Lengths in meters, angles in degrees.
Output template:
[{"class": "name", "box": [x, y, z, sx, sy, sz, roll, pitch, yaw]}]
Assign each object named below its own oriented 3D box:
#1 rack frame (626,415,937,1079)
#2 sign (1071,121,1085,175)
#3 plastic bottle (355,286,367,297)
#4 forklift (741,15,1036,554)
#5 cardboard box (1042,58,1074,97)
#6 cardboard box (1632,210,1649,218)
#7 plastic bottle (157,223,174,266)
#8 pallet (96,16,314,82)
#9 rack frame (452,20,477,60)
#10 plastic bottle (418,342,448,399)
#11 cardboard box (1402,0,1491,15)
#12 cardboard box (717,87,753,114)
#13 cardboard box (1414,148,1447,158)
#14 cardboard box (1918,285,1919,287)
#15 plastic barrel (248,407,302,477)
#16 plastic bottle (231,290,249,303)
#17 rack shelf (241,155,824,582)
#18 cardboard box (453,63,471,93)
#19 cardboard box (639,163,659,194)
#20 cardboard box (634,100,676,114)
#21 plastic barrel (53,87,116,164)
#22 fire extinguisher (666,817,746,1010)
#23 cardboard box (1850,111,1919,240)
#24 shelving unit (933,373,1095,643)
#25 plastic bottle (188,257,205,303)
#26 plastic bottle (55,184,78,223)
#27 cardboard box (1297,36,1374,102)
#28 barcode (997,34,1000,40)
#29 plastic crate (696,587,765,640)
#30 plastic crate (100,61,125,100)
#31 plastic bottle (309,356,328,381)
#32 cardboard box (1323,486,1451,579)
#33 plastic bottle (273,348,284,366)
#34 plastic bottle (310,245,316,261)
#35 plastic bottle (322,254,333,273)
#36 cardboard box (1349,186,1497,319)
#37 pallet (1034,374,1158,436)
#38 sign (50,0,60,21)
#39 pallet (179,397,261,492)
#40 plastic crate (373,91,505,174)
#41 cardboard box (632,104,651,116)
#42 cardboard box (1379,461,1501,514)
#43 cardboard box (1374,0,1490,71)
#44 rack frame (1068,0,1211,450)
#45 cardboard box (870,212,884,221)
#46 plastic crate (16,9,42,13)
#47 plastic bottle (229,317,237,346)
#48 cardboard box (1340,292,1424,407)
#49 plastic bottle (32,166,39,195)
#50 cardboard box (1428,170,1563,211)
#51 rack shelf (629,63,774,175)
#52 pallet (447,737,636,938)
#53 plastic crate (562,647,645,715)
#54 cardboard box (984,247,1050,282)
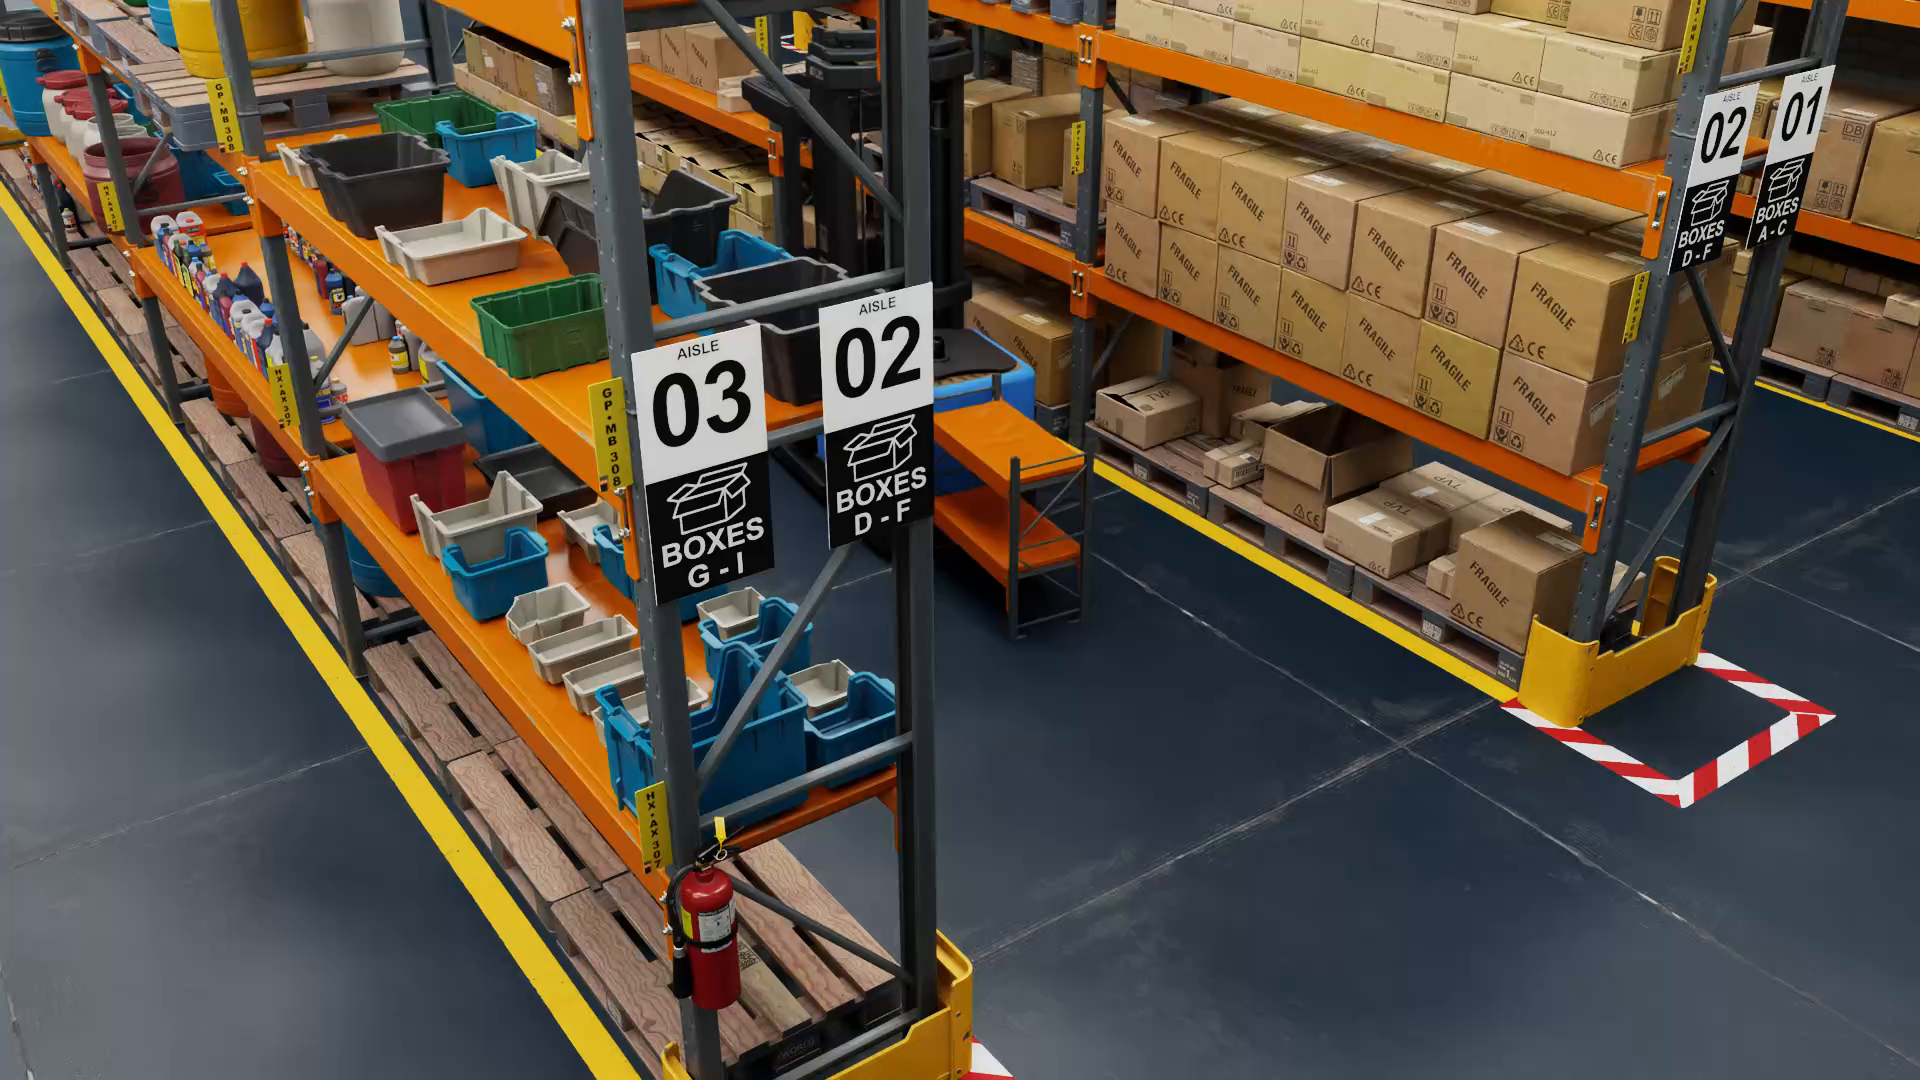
[{"class": "rack frame", "box": [-0.528, 0.825, 5.588, 1.000, 3.000, 0.127, -19, 34, -31]}, {"class": "sign", "box": [0.739, -2.454, 10.412, 0.100, 0.325, 0.005, -19, 34, -31]}, {"class": "plastic bottle", "box": [-3.478, -1.411, 9.835, 0.152, 0.276, 0.135, -19, 34, -31]}, {"class": "forklift", "box": [-0.671, -1.873, 10.627, 1.130, 2.935, 3.031, -14, 32, -24]}, {"class": "cardboard box", "box": [1.363, -5.209, 18.857, 0.700, 0.500, 0.500, -20, 34, -32]}, {"class": "cardboard box", "box": [5.650, -2.636, 13.460, 0.380, 0.149, 0.250, -19, 34, -31]}, {"class": "plastic bottle", "box": [-5.135, -1.918, 10.774, 0.097, 0.271, 0.097, 0, 29, 0]}, {"class": "pallet", "box": [-4.042, -2.683, 9.102, 1.003, 0.211, 1.213, -19, 34, -31]}, {"class": "rack frame", "box": [-5.771, -6.765, 19.564, 1.000, 3.000, 0.127, -19, 34, -31]}, {"class": "plastic bottle", "box": [-2.811, -0.951, 8.909, 0.144, 0.351, 0.185, -19, 34, -31]}, {"class": "cardboard box", "box": [2.600, -2.924, 8.196, 0.700, 0.500, 0.500, -19, 34, -31]}, {"class": "cardboard box", "box": [-1.878, -3.818, 14.400, 0.380, 0.149, 0.250, -19, 34, -31]}, {"class": "cardboard box", "box": [4.221, -3.274, 14.948, 0.750, 0.750, 0.750, -18, 33, -29]}, {"class": "cardboard box", "box": [6.996, -1.737, 11.804, 0.380, 0.149, 0.250, -19, 34, -31]}, {"class": "plastic barrel", "box": [-4.215, -0.786, 10.640, 0.600, 0.588, 0.708, -19, 34, -31]}, {"class": "plastic bottle", "box": [-4.174, -1.324, 9.680, 0.097, 0.271, 0.097, 0, 29, 0]}, {"class": "rack shelf", "box": [-1.688, -0.955, 6.476, 1.077, 0.370, 4.000, -19, 34, -31]}, {"class": "cardboard box", "box": [-5.642, -5.471, 19.622, 0.500, 0.250, 0.500, -19, 34, -31]}, {"class": "cardboard box", "box": [-2.821, -3.561, 16.105, 0.500, 0.250, 0.500, -20, 34, -32]}, {"class": "cardboard box", "box": [-2.983, -4.355, 16.979, 0.500, 0.311, 0.500, -19, 34, -31]}, {"class": "plastic barrel", "box": [-6.686, -3.182, 12.824, 0.433, 0.535, 0.433, 0, 29, 0]}, {"class": "fire extinguisher", "box": [-0.810, 1.207, 5.356, 0.296, 0.674, 0.183, -19, 34, -31]}, {"class": "cardboard box", "box": [6.807, -2.525, 11.442, 0.980, 0.700, 0.700, -19, 34, -31]}, {"class": "shelving unit", "box": [0.252, -0.203, 9.446, 0.538, 1.125, 1.048, -14, 32, -24]}, {"class": "plastic bottle", "box": [-4.656, -1.597, 10.182, 0.097, 0.271, 0.097, 0, 29, 0]}, {"class": "plastic bottle", "box": [-8.097, -3.040, 15.019, 0.144, 0.351, 0.185, -20, 34, -32]}, {"class": "cardboard box", "box": [2.138, -2.511, 8.745, 0.500, 0.250, 0.500, -19, 34, -31]}, {"class": "barcode", "box": [0.464, -6.095, 20.152, 0.001, 0.075, 0.075, -19, 34, -31]}, {"class": "plastic crate", "box": [-0.915, 0.316, 6.739, 0.250, 0.136, 0.298, -19, 34, -31]}, {"class": "plastic crate", "box": [-6.958, -3.765, 13.972, 0.402, 0.464, 0.583, -19, 34, -31]}, {"class": "plastic bottle", "box": [-3.461, -0.890, 8.955, 0.097, 0.201, 0.097, 0, 29, 0]}, {"class": "cardboard box", "box": [2.467, -0.051, 9.621, 0.500, 0.250, 0.500, -19, 34, -31]}, {"class": "plastic bottle", "box": [-3.552, -0.881, 8.860, 0.152, 0.276, 0.135, -19, 34, -31]}, {"class": "plastic bottle", "box": [-4.118, -1.830, 10.685, 0.097, 0.201, 0.097, 0, 29, 0]}, {"class": "plastic bottle", "box": [-3.865, -1.707, 10.301, 0.144, 0.351, 0.185, -19, 34, -31]}, {"class": "cardboard box", "box": [2.429, -1.522, 8.756, 0.500, 0.500, 0.500, -18, 33, -29]}, {"class": "pallet", "box": [0.687, -1.180, 12.202, 1.003, 0.211, 1.213, -19, 34, -31]}, {"class": "sign", "box": [-5.612, -3.402, 10.338, 0.100, 0.325, 0.005, -19, 34, -31]}, {"class": "pallet", "box": [-4.677, -0.765, 11.437, 1.003, 0.211, 1.213, -19, 34, -31]}, {"class": "plastic crate", "box": [-2.356, -1.874, 7.637, 0.450, 0.188, 0.662, -19, 34, -31]}, {"class": "cardboard box", "box": [-3.414, -4.203, 16.700, 0.500, 0.311, 0.500, -19, 34, -30]}, {"class": "cardboard box", "box": [2.845, -0.209, 9.911, 0.500, 0.250, 0.500, -19, 34, -31]}, {"class": "cardboard box", "box": [2.427, -2.536, 8.266, 0.500, 0.250, 0.500, -19, 34, -31]}, {"class": "rack frame", "box": [1.189, -2.100, 10.974, 1.000, 3.000, 0.127, -19, 34, -31]}, {"class": "cardboard box", "box": [-0.397, -2.451, 13.779, 0.500, 0.500, 0.500, -17, 33, -29]}, {"class": "plastic crate", "box": [-9.274, -5.218, 16.871, 0.499, 0.251, 0.616, -19, 34, -31]}, {"class": "plastic bottle", "box": [-4.146, -1.225, 9.570, 0.097, 0.201, 0.097, 0, 29, 0]}, {"class": "cardboard box", "box": [2.439, -1.084, 8.998, 0.500, 0.500, 0.500, -18, 34, -30]}, {"class": "plastic bottle", "box": [-8.754, -3.426, 15.814, 0.097, 0.271, 0.097, 0, 29, 0]}, {"class": "cardboard box", "box": [2.871, -1.671, 9.031, 0.500, 0.500, 0.500, -18, 33, -30]}, {"class": "rack shelf", "box": [-2.291, -4.116, 15.440, 1.077, 0.370, 4.000, -19, 34, -31]}, {"class": "pallet", "box": [-1.678, 1.245, 7.736, 1.003, 0.211, 1.213, -19, 34, -31]}, {"class": "plastic crate", "box": [-1.304, 0.531, 6.343, 0.396, 0.136, 0.243, -19, 34, -31]}, {"class": "cardboard box", "box": [0.527, -2.169, 12.473, 0.500, 0.250, 0.500, -19, 34, -31]}]
